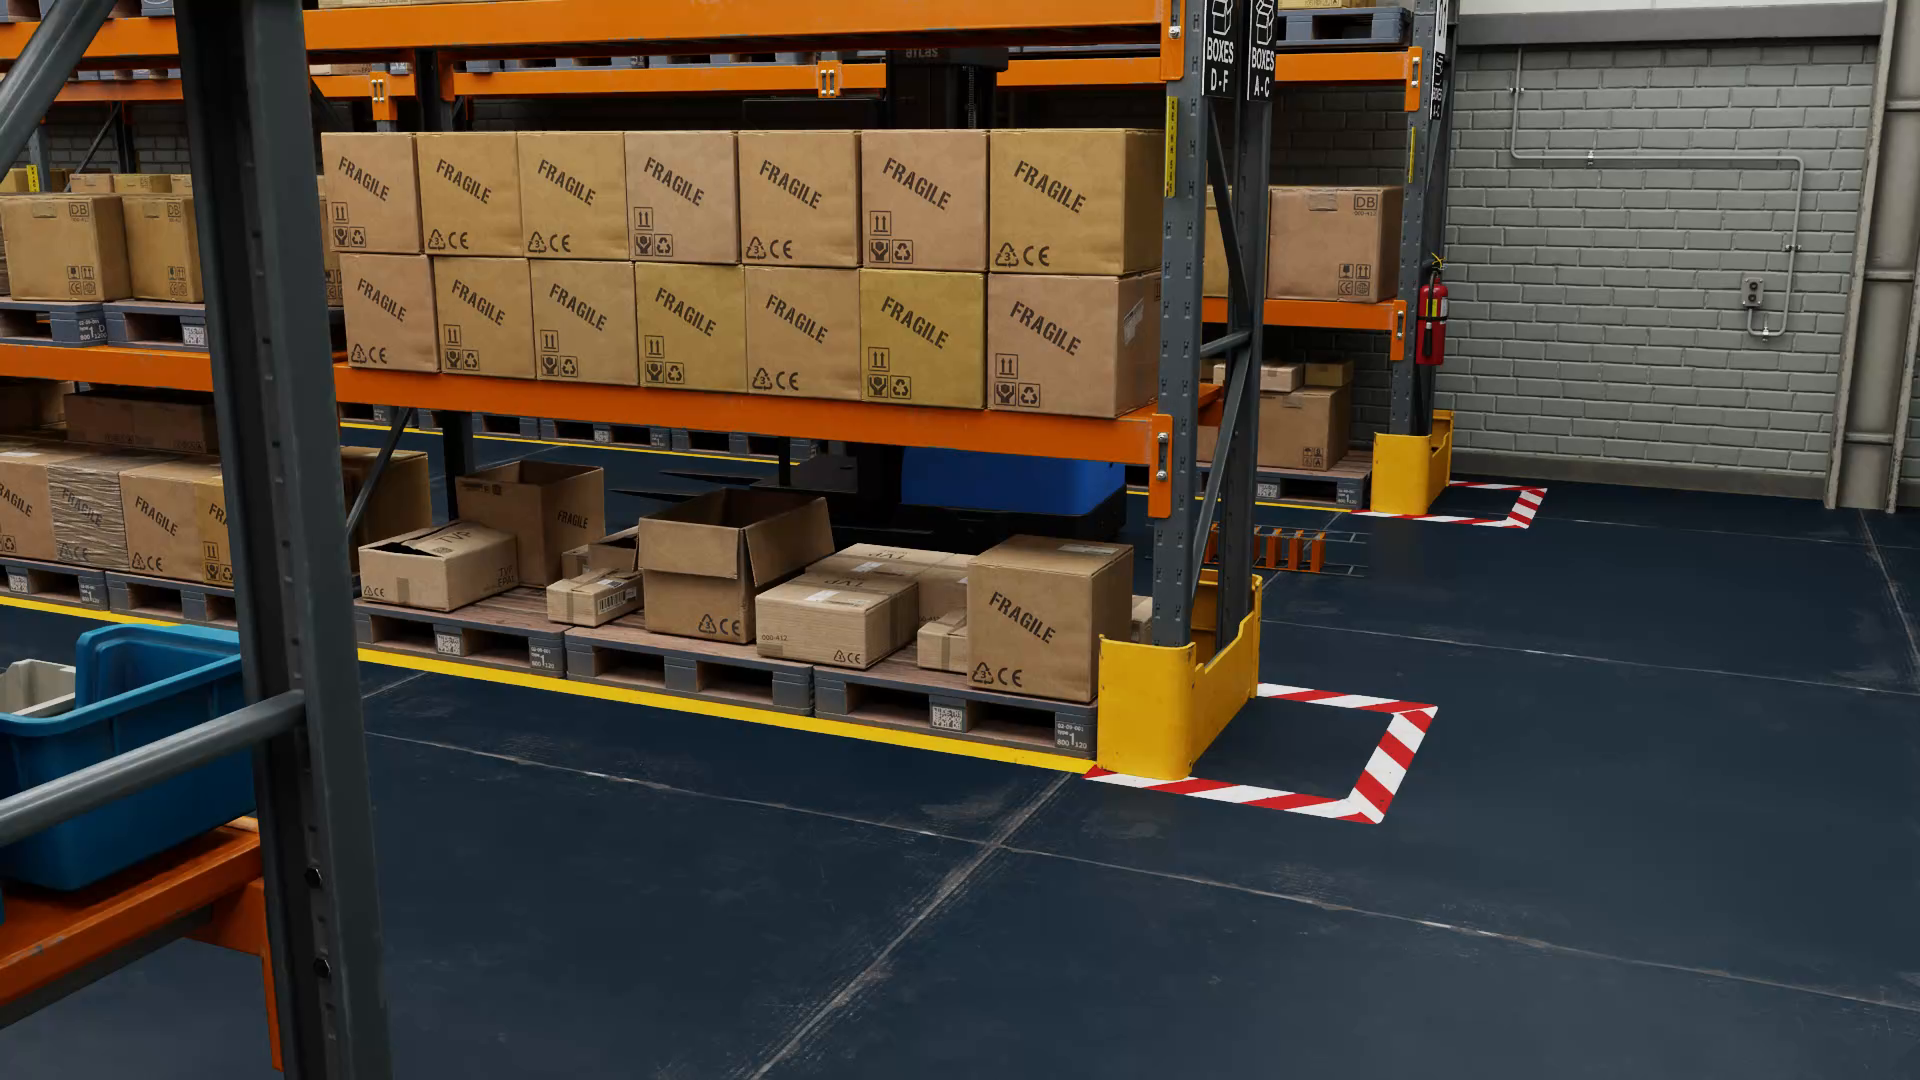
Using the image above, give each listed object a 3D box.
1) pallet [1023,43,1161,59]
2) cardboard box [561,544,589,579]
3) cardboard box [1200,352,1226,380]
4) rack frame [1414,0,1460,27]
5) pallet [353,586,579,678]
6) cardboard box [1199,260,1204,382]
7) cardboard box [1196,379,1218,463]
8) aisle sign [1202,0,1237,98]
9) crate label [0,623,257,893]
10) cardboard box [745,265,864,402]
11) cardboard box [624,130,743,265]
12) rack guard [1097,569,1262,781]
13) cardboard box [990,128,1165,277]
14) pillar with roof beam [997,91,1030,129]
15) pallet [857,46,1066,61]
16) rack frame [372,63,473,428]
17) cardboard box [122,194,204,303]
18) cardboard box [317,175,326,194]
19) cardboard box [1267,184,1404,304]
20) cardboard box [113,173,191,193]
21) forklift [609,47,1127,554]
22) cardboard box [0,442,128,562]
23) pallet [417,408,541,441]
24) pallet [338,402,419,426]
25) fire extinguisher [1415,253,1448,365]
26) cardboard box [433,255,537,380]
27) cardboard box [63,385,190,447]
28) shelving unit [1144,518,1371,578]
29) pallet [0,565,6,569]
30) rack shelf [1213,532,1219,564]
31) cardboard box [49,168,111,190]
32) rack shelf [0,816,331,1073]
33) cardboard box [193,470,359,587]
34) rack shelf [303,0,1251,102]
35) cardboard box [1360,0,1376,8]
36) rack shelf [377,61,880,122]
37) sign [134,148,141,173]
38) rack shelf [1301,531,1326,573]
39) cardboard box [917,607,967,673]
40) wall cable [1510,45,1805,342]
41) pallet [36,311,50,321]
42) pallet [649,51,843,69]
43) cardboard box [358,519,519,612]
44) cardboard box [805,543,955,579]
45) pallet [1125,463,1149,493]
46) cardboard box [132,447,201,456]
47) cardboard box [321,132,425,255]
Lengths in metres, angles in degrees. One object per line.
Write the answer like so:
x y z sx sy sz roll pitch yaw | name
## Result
1.152 -3.344 11.066 1.213 0.211 1.003 6 14 23 | pallet
-1.704 0.107 8.011 0.250 0.149 0.380 6 14 23 | cardboard box
1.776 -1.195 11.413 0.250 0.149 0.380 6 14 24 | cardboard box
2.954 -4.668 9.950 0.127 3.000 1.000 6 14 23 | rack frame
-2.079 0.339 7.849 1.213 0.211 1.003 6 14 23 | pallet
0.652 -0.857 6.623 0.500 0.500 0.500 6 15 24 | cardboard box
1.816 -0.825 11.257 0.500 0.500 0.700 6 14 23 | cardboard box
0.889 -1.908 5.628 0.004 0.787 0.394 6 14 23 | aisle sign
-1.152 0.283 2.220 0.303 0.233 0.416 6 14 23 | crate label
-0.499 -0.840 6.551 0.500 0.500 0.500 6 14 24 | cardboard box
-0.975 -1.373 6.631 0.500 0.500 0.500 6 15 25 | cardboard box
0.881 0.498 6.540 0.348 0.500 1.175 6 14 23 | rack guard
0.432 -1.232 6.030 0.500 0.500 0.500 6 14 23 | cardboard box
-1.457 -4.255 8.190 0.400 9.000 9.100 6 14 23 | pillar with roof beam
0.040 -3.457 11.548 1.213 0.211 1.003 6 14 23 | pallet
-4.361 -2.488 13.790 0.127 3.000 1.000 6 14 23 | rack frame
-3.704 -1.477 8.343 0.500 0.500 0.700 8 16 32 | cardboard box
-5.317 -2.838 14.101 0.500 0.500 0.700 4 14 18 | cardboard box
2.483 -1.939 10.794 0.700 0.700 0.980 7 15 26 | cardboard box
-7.058 -3.013 14.848 0.500 0.500 0.700 7 15 29 | cardboard box
-0.588 -1.473 9.618 3.031 2.935 1.130 5 14 19 | forklift
-4.647 -0.206 8.576 0.500 0.500 0.500 5 14 21 | cardboard box
-3.670 -1.041 13.731 1.213 0.211 1.003 6 14 23 | pallet
-5.075 -1.203 14.418 1.213 0.211 1.003 6 14 23 | pallet
2.905 -1.418 10.217 0.183 0.674 0.296 6 14 23 | fire extinguisher
-1.882 -0.980 7.148 0.500 0.500 0.500 6 15 24 | cardboard box
-4.423 -0.679 8.951 0.500 0.250 0.500 5 14 22 | cardboard box
1.636 0.034 9.180 1.200 0.189 0.258 5 14 19 | shelving unit
-5.697 -0.018 9.370 1.213 0.211 1.003 6 14 23 | pallet
1.481 0.021 9.233 0.103 0.180 0.258 5 14 19 | rack shelf
-8.363 -3.247 15.668 0.500 0.500 0.500 5 14 22 | cardboard box
-2.888 0.487 2.688 4.000 0.370 1.077 6 14 23 | rack shelf
-3.274 -0.066 7.977 0.500 0.500 0.500 6 14 23 | cardboard box
-0.878 -2.008 6.753 4.000 0.370 1.077 6 14 23 | rack shelf
2.386 -3.507 10.757 0.500 0.250 0.500 7 15 26 | cardboard box
-2.532 -3.413 12.741 4.000 0.370 1.077 6 14 23 | rack shelf
-7.796 -3.538 15.731 0.005 0.325 0.100 6 14 23 | sign
1.933 0.060 9.077 0.103 0.180 0.258 5 14 19 | rack shelf
0.020 0.398 6.733 0.250 0.166 0.380 6 14 23 | cardboard box
4.507 -2.321 10.857 1.851 1.984 0.084 6 14 23 | wall cable
-5.716 -1.311 9.196 1.003 0.211 1.213 6 14 23 | pallet
-1.562 -3.559 12.210 1.217 0.209 0.805 5 14 21 | pallet
-2.410 0.096 7.701 0.500 0.311 0.500 6 14 23 | cardboard box
-0.346 0.210 7.350 0.500 0.250 0.500 6 14 23 | cardboard box
1.079 -0.561 11.682 1.213 0.211 1.003 6 14 23 | pallet
-3.996 -0.270 8.849 0.500 0.500 0.500 6 14 24 | cardboard box
-2.390 -1.516 7.240 0.500 0.500 0.500 6 15 25 | cardboard box
